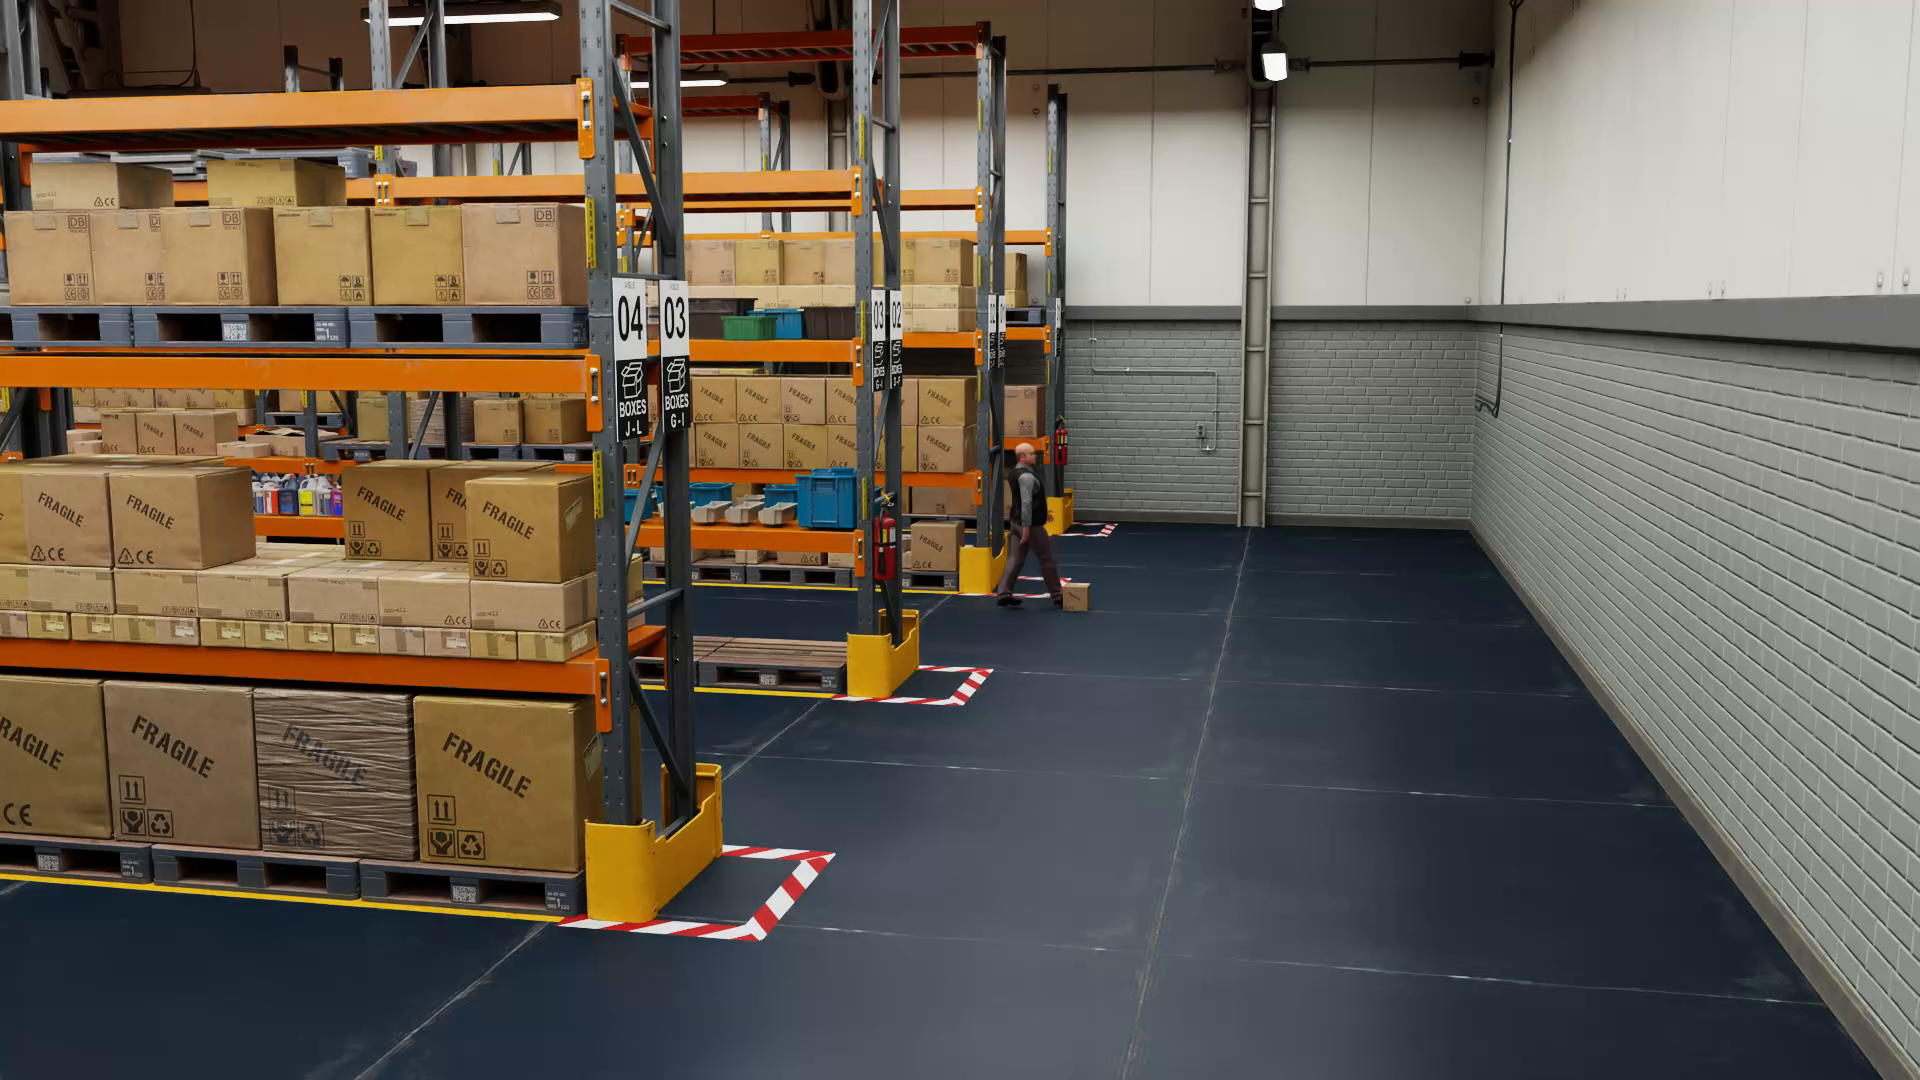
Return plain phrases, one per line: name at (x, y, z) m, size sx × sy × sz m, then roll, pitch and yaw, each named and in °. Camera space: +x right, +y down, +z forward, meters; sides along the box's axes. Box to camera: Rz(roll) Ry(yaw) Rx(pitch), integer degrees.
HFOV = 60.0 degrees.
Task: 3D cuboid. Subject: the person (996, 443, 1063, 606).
person at (0.802, -0.162, 17.012) m, size 0.902 × 1.674 × 0.578 m, roll -3°, pitch 8°, yaw -20°
